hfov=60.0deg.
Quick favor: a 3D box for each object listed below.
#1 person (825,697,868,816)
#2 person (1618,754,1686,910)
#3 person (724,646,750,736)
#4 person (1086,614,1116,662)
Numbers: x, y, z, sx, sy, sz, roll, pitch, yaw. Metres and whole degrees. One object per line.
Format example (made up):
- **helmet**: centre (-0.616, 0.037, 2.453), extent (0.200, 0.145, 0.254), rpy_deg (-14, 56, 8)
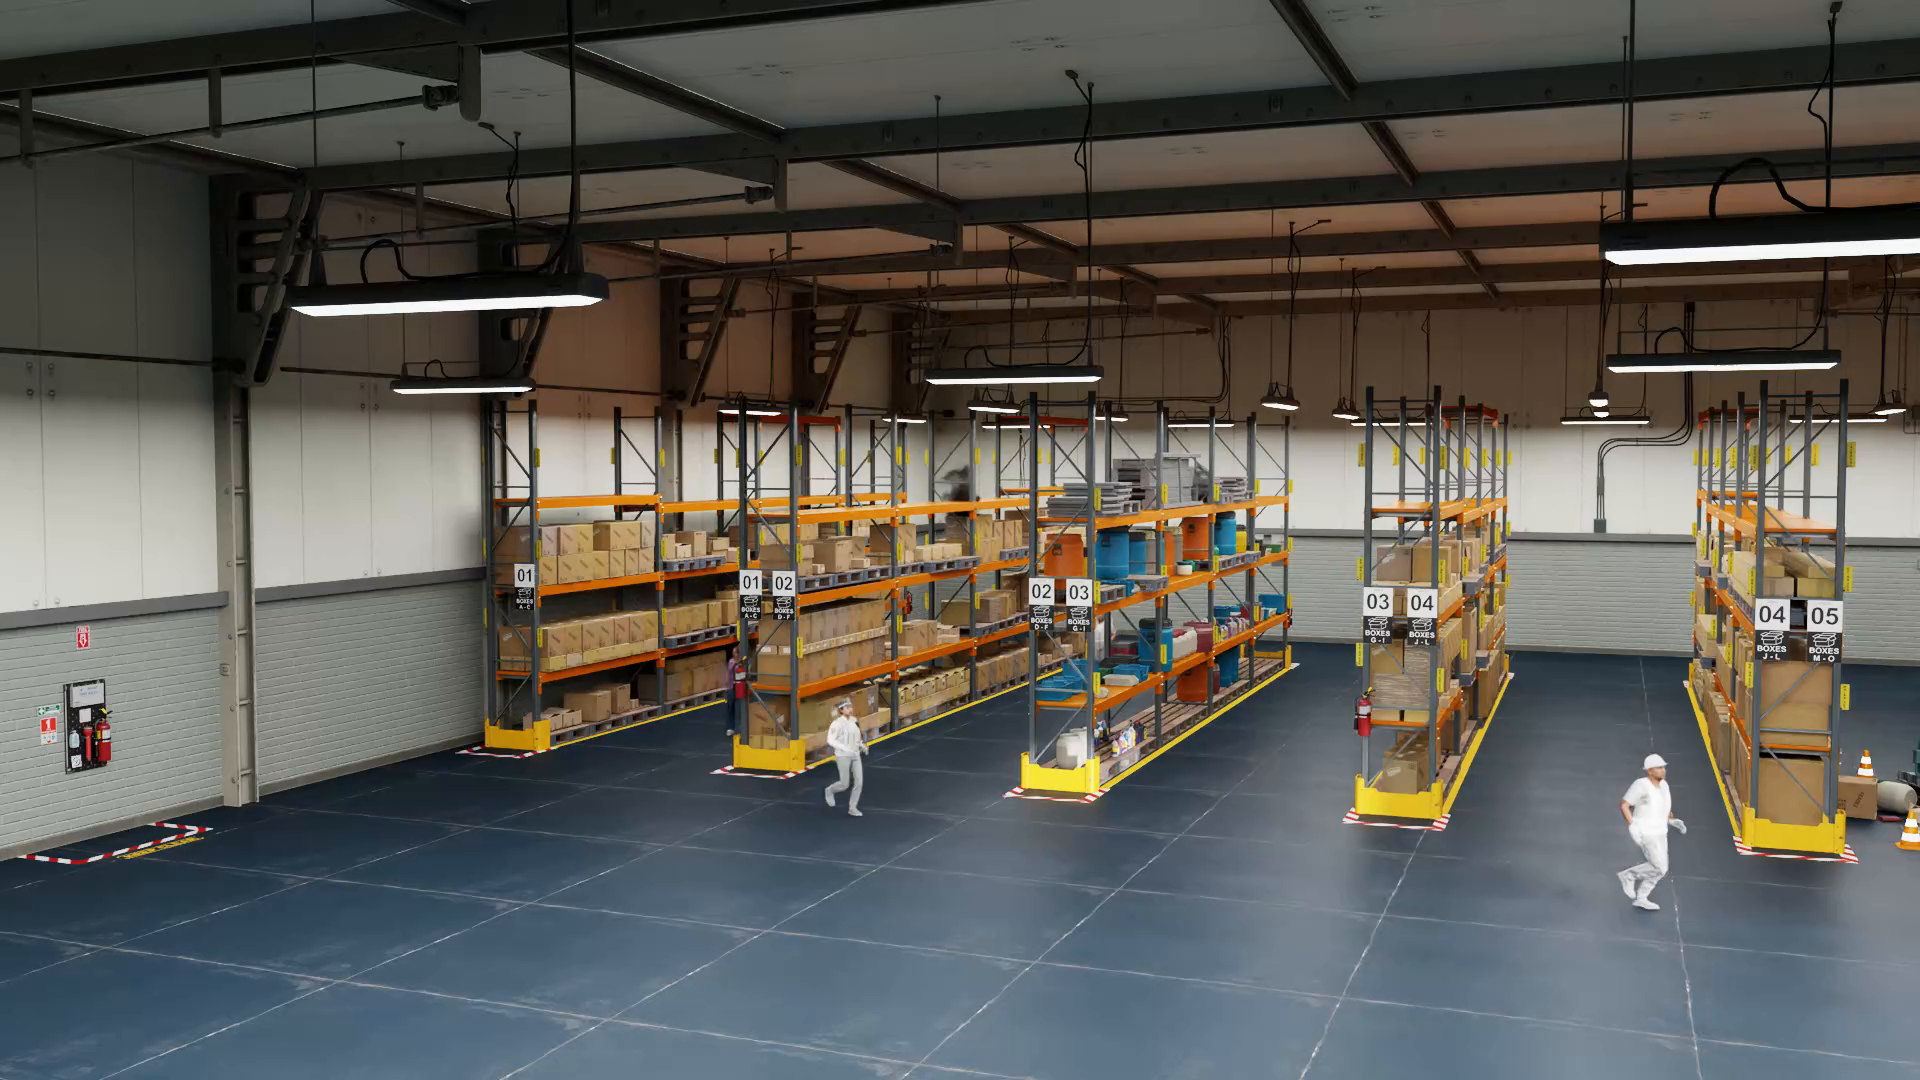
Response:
- **person**: centre (-1.593, 3.024, 23.336), extent (0.621, 1.646, 0.674), rpy_deg (-3, 4, -43)
- **person**: centre (7.648, 3.229, 18.376), extent (0.679, 1.726, 0.636), rpy_deg (-2, 3, -36)
- **person**: centre (-4.037, 2.709, 30.113), extent (0.543, 1.575, 0.878), rpy_deg (1, 3, 14)
- **person**: centre (3.089, 2.343, 36.430), extent (0.665, 1.738, 0.603), rpy_deg (1, 3, 11)
